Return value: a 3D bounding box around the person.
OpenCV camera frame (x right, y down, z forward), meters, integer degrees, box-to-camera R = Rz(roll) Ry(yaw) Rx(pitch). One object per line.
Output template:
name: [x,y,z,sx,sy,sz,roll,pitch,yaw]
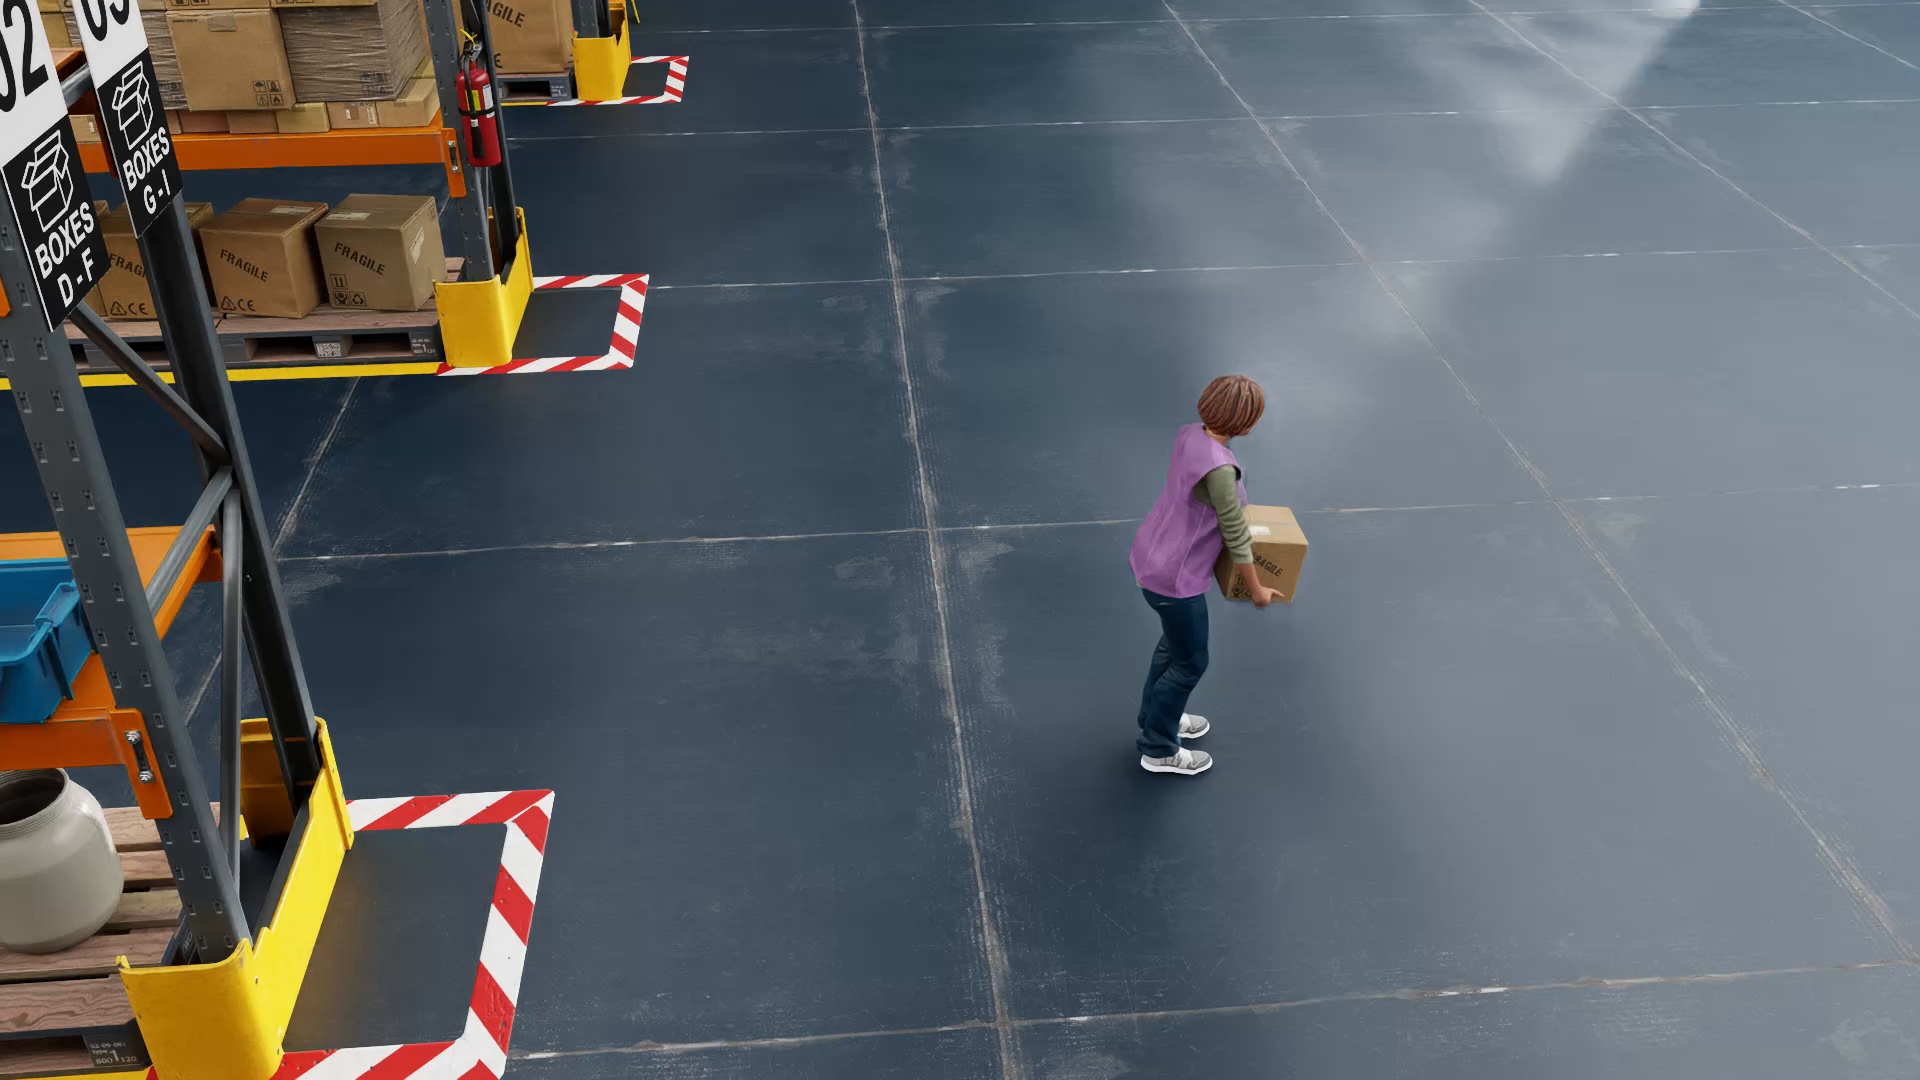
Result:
person: [0.868,0.127,5.963,0.525,1.577,0.372,-3,32,-5]
